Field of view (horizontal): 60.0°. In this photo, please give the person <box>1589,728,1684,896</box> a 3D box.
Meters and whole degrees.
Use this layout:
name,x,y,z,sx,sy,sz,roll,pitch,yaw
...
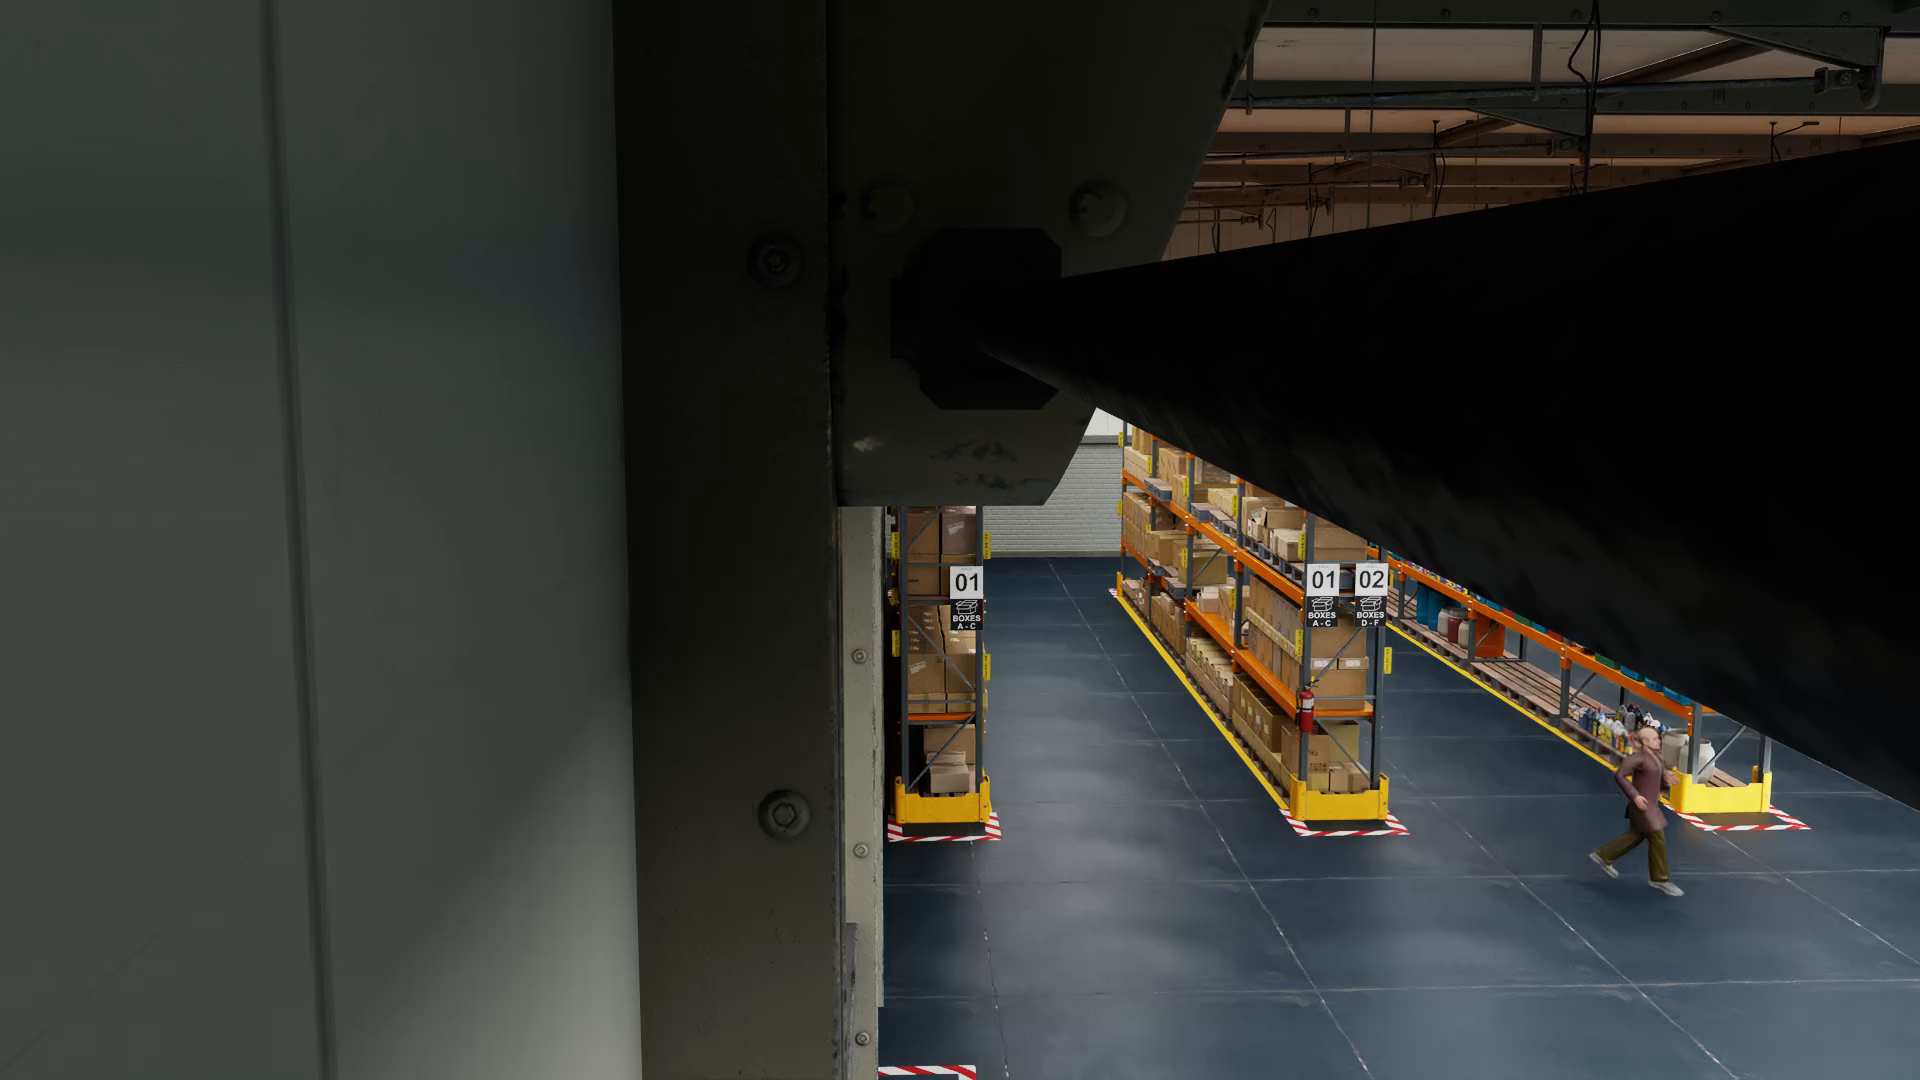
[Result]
name,x,y,z,sx,sy,sz,roll,pitch,yaw
person,7.418,2.913,18.133,0.988,1.802,0.687,4,9,28
